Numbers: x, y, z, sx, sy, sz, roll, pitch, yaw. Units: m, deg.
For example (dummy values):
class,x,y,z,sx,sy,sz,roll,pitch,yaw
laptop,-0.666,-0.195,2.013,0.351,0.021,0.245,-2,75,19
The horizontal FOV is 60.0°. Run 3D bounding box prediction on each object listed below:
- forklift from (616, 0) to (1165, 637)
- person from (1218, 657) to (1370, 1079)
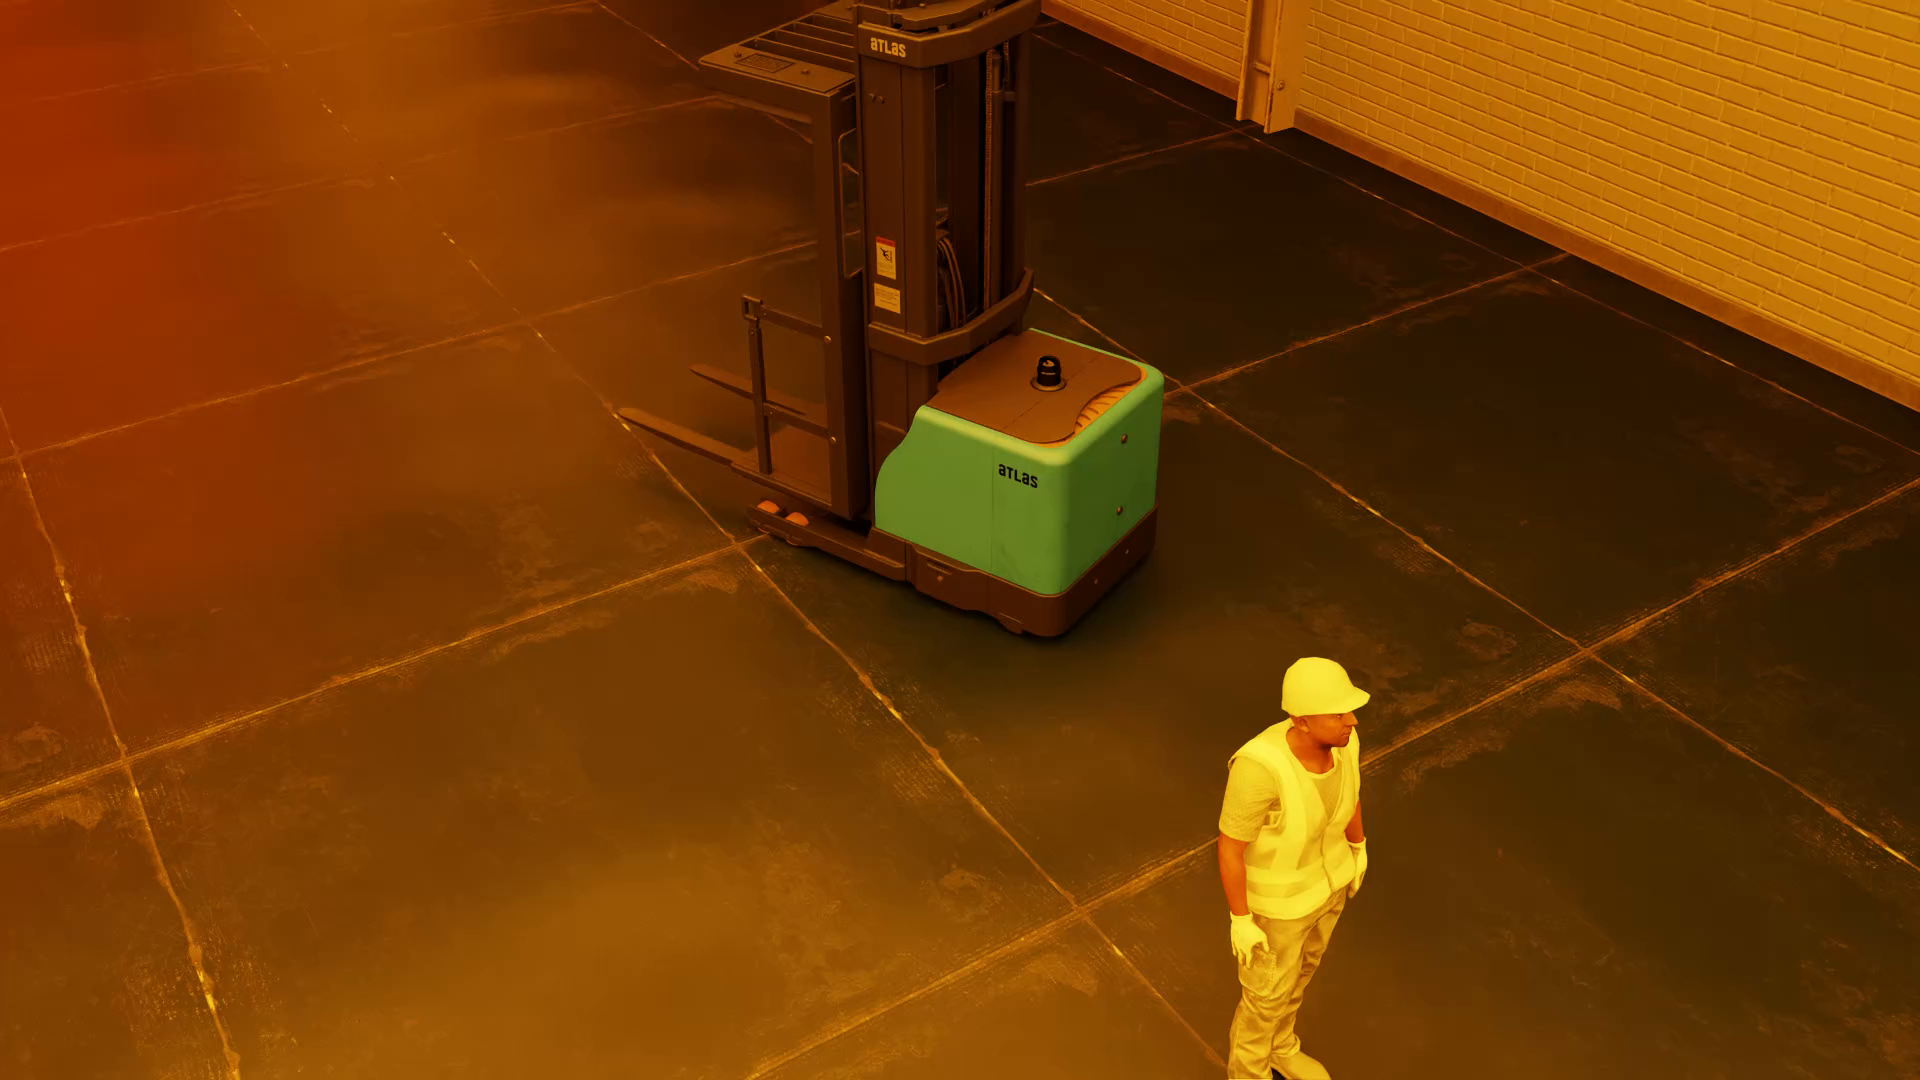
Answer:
class,x,y,z,sx,sy,sz,roll,pitch,yaw
forklift,-0.500,-1.399,8.138,3.031,2.935,1.130,22,41,28
person,1.150,1.178,5.457,0.656,1.782,0.577,-27,43,-33
